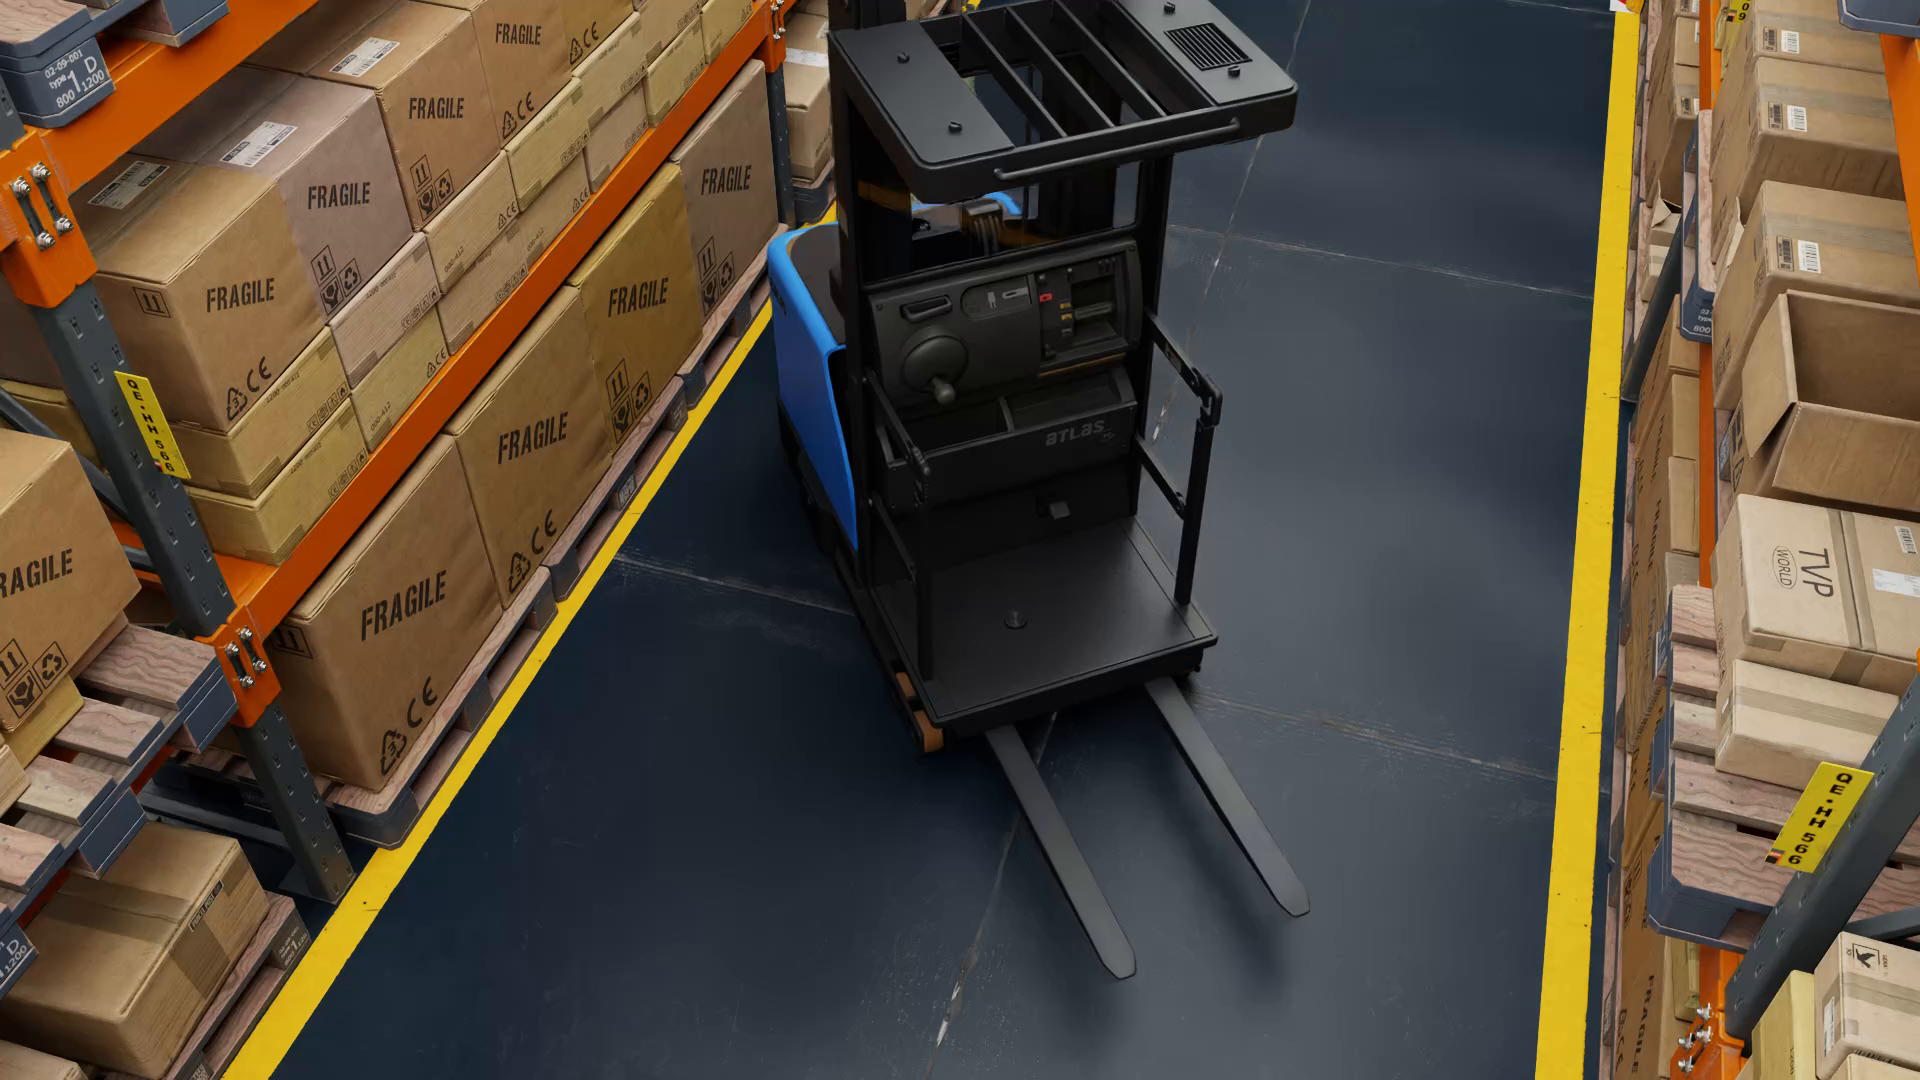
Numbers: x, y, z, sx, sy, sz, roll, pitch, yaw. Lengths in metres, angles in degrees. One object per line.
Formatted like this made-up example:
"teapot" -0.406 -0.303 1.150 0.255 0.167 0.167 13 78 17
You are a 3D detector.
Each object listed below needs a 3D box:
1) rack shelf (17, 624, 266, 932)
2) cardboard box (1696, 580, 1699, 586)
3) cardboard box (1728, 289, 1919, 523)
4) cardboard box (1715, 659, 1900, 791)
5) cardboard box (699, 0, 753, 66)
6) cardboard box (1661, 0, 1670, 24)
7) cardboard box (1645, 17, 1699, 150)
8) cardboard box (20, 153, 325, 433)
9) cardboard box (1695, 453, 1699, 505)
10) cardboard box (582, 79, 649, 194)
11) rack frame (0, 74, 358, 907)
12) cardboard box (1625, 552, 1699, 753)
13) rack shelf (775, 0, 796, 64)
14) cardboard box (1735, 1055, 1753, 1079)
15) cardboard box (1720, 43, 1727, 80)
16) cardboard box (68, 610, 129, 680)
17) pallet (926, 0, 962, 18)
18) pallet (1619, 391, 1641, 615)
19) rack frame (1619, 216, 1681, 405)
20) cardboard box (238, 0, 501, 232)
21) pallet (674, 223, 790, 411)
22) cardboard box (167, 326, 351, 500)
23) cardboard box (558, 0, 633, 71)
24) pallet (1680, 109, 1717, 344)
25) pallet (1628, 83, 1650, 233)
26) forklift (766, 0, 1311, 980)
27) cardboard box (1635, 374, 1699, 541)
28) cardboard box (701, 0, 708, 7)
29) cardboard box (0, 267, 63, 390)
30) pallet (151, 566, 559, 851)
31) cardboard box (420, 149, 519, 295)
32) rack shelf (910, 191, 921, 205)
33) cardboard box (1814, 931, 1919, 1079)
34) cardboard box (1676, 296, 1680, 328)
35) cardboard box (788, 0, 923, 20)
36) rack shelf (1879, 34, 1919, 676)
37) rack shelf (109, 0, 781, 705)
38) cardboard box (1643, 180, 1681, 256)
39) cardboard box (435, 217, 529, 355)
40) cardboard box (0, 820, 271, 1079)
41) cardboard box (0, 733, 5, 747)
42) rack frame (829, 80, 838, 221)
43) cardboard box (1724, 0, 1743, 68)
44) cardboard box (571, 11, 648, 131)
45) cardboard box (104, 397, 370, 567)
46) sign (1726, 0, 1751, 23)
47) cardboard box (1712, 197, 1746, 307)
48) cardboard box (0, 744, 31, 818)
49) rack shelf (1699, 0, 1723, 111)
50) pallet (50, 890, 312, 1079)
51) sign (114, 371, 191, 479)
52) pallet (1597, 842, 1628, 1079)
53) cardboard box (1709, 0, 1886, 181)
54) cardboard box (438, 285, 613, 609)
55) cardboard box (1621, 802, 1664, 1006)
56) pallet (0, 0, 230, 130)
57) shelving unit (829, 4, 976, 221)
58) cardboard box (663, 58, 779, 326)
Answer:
"rack shelf" -3.127 1.586 3.499 1.077 0.370 4.000 13 46 13
"cardboard box" 2.546 0.295 5.327 0.380 0.149 0.250 11 45 11
"cardboard box" 2.528 -0.270 4.507 0.797 0.503 0.637 12 46 12
"cardboard box" 2.043 0.465 4.010 0.380 0.149 0.250 13 46 13
"cardboard box" -1.206 -2.265 7.027 0.500 0.250 0.500 12 46 12
"cardboard box" 4.357 -3.158 9.318 0.797 0.503 0.637 11 45 11
"cardboard box" 3.806 -2.264 8.406 0.500 0.500 0.500 13 46 13
"cardboard box" -2.139 -0.675 4.508 0.500 0.500 0.500 11 45 11
"cardboard box" 2.801 -0.209 5.842 0.380 0.149 0.250 12 46 12
"cardboard box" -1.532 -1.593 6.341 0.500 0.250 0.500 11 46 11
"rack frame" -2.522 -0.005 4.610 1.000 3.000 0.127 13 46 13
"cardboard box" 2.590 0.429 5.654 0.500 0.500 0.500 11 45 11
"rack shelf" -0.705 -3.747 8.949 1.077 0.370 4.000 13 46 13
"cardboard box" 1.843 1.342 3.341 0.500 0.250 0.500 13 46 13
"cardboard box" 3.335 -1.976 6.805 0.380 0.149 0.250 14 46 14
"cardboard box" -2.397 0.204 4.277 0.380 0.149 0.250 14 46 14
"pallet" -0.638 -2.980 9.645 1.003 0.211 1.213 13 46 12
"pallet" 3.211 -0.075 6.676 1.003 0.211 1.213 13 46 13
"rack frame" 3.421 -1.622 6.263 1.000 3.000 0.127 13 46 13
"cardboard box" -1.827 -1.349 5.197 0.500 0.500 0.500 14 46 14
"pallet" -1.472 -1.144 7.768 1.003 0.211 1.213 13 46 13
"cardboard box" -2.133 -0.415 4.779 0.500 0.250 0.500 12 46 12
"cardboard box" -1.528 -2.033 5.896 0.500 0.500 0.500 14 46 14
"pallet" 3.075 -1.044 5.809 1.003 0.211 1.213 13 46 13
"pallet" 3.998 -1.899 8.539 1.003 0.211 1.213 13 46 13
"forklift" 0.244 -0.620 5.288 1.130 2.935 3.031 -15 46 -15
"cardboard box" 2.909 -0.247 6.345 0.500 0.500 0.500 12 46 12
"cardboard box" -1.212 -2.450 6.859 0.500 0.250 0.500 12 46 12
"cardboard box" -2.614 -0.798 4.634 0.500 0.500 0.500 11 46 11
"pallet" -2.211 0.483 6.106 1.003 0.211 1.213 13 46 13
"cardboard box" -1.813 -1.089 5.468 0.500 0.250 0.500 12 46 12
"rack shelf" -0.223 -1.220 7.390 0.431 0.370 0.720 10 45 10
"cardboard box" 1.833 0.927 3.123 0.380 0.149 0.250 14 46 14
"cardboard box" 3.059 -0.928 6.577 0.380 0.149 0.250 15 46 14
"cardboard box" -0.747 -2.898 9.098 0.875 0.438 0.875 11 45 11
"rack shelf" 2.816 -1.104 4.103 1.077 0.370 4.000 13 46 13
"rack shelf" -1.916 -1.081 6.224 1.077 0.370 4.000 13 46 13
"cardboard box" 3.418 -1.466 7.758 0.396 0.266 0.258 14 46 14
"cardboard box" -1.831 -0.918 5.651 0.500 0.250 0.500 14 46 14
"cardboard box" -2.702 1.159 4.999 0.950 0.372 0.625 10 45 10
"cardboard box" -2.541 0.412 3.600 0.500 0.500 0.500 12 46 12
"rack frame" -0.310 -1.204 6.908 0.400 1.500 0.023 10 45 10
"cardboard box" 3.343 -2.066 6.611 0.500 0.250 0.500 14 46 14
"cardboard box" -1.508 -1.769 6.163 0.500 0.250 0.500 14 46 13
"cardboard box" -2.134 -0.224 4.941 0.500 0.250 0.500 12 46 12
"sign" 2.902 -2.041 6.072 0.100 0.325 0.005 13 46 13
"cardboard box" 2.635 -0.879 5.300 0.396 0.266 0.258 15 46 14
"cardboard box" -2.443 0.575 3.897 0.380 0.149 0.250 12 46 12
"rack shelf" 4.027 -2.698 7.877 1.077 0.370 4.000 13 46 13
"pallet" -2.760 1.513 5.053 1.003 0.211 1.213 13 46 13
"sign" -2.002 -0.281 4.122 0.100 0.325 0.005 13 46 13
"pallet" 2.472 1.551 5.014 1.003 0.211 1.213 13 46 13
"cardboard box" 3.062 -1.533 5.800 0.700 0.500 0.500 14 46 14
"cardboard box" -1.959 -0.432 6.265 0.875 0.875 0.875 13 46 13
"cardboard box" 2.295 1.129 4.939 0.500 0.500 0.500 12 46 12
"pallet" -2.377 -1.450 4.077 1.213 0.211 1.003 15 46 14
"shelving unit" -0.223 -1.453 7.162 0.431 1.500 0.755 10 45 10
"cardboard box" -1.422 -1.631 7.491 0.875 0.875 0.875 14 46 14
